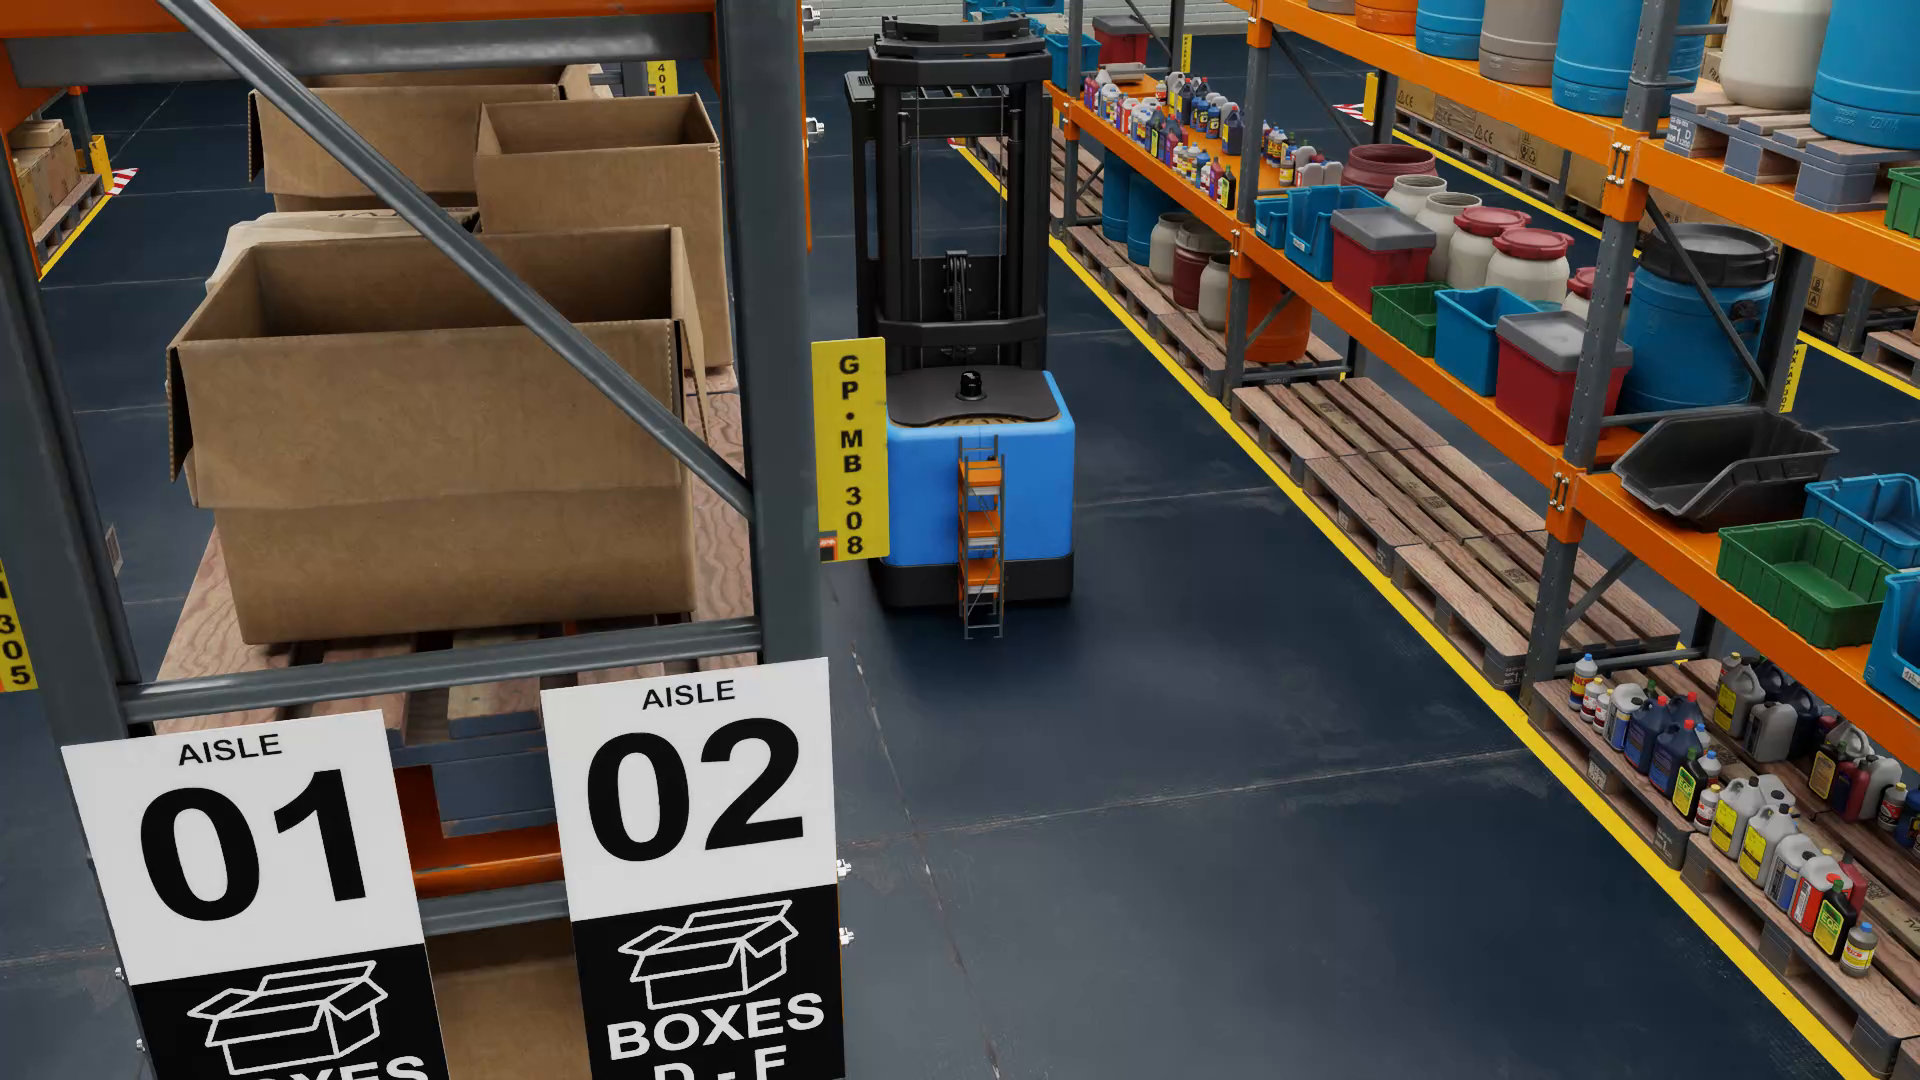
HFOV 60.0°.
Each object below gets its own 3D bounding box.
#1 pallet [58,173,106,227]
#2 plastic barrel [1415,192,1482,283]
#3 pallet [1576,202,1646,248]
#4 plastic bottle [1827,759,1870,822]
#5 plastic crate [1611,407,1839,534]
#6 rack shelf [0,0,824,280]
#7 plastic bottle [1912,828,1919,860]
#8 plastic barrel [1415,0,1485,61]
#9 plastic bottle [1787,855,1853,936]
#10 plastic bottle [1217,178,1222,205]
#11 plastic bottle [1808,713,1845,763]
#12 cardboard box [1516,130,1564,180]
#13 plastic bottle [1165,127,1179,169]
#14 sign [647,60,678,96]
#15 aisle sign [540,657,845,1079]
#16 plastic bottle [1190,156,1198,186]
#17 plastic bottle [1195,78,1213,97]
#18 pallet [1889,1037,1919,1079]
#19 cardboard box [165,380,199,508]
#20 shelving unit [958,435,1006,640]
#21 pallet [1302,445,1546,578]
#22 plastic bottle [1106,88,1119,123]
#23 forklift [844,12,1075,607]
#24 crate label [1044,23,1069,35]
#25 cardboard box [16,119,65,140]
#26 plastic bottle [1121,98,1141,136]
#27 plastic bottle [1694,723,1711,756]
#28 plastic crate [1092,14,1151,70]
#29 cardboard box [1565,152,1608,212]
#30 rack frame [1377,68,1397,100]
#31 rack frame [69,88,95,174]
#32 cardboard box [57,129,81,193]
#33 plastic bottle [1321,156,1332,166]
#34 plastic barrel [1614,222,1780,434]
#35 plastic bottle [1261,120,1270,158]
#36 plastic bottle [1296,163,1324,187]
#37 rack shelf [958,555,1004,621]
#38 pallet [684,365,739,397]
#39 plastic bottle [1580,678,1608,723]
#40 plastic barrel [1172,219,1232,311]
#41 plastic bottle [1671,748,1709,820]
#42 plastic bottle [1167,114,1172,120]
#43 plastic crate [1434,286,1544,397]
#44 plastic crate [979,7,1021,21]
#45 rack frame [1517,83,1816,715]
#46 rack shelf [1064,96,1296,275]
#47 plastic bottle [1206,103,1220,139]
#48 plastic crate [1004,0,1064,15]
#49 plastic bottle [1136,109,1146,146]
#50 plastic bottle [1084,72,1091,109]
[{"bbox_3d":[-8.866,-3.232,15.919,1.003,0.211,1.213,-6,27,-12],"label":"pallet"},{"bbox_3d":[2.868,-1.749,9.762,0.421,0.512,0.421,0,27,0],"label":"plastic barrel"},{"bbox_3d":[6.505,-2.997,15.453,1.003,0.211,1.213,-6,27,-12],"label":"pallet"},{"bbox_3d":[3.706,1.021,6.925,0.061,0.283,0.133,-6,27,-12],"label":"plastic bottle"},{"bbox_3d":[3.229,-0.287,7.059,0.767,0.338,0.504,-6,27,-12],"label":"plastic crate"},{"bbox_3d":[-1.141,-1.357,3.694,1.077,0.370,4.000,-6,27,-12],"label":"rack shelf"},{"bbox_3d":[3.909,1.186,6.689,0.097,0.201,0.097,0,27,0],"label":"plastic bottle"},{"bbox_3d":[2.614,-2.896,8.274,0.600,0.901,0.708,-6,27,-12],"label":"plastic barrel"},{"bbox_3d":[3.265,1.343,6.295,0.152,0.276,0.135,-6,27,-11],"label":"plastic bottle"},{"bbox_3d":[1.818,-2.412,11.420,0.097,0.201,0.097,0,27,0],"label":"plastic bottle"},{"bbox_3d":[3.781,0.864,7.237,0.061,0.283,0.133,-4,27,-8],"label":"plastic bottle"},{"bbox_3d":[6.186,-4.109,16.455,0.875,0.875,0.875,-6,27,-12],"label":"cardboard box"},{"bbox_3d":[1.569,-2.898,12.291,0.061,0.283,0.133,-6,27,-12],"label":"plastic bottle"},{"bbox_3d":[-1.052,-1.719,5.835,0.100,0.325,0.005,-6,27,-12],"label":"sign"},{"bbox_3d":[-0.378,0.537,2.472,0.394,0.787,0.004,-6,27,-12],"label":"aisle sign"},{"bbox_3d":[1.700,-2.641,11.875,0.097,0.201,0.097,0,27,0],"label":"plastic bottle"},{"bbox_3d":[1.999,-3.596,13.601,0.144,0.351,0.185,-6,27,-12],"label":"plastic bottle"},{"bbox_3d":[3.895,2.057,5.440,1.003,0.211,1.213,-6,27,-12],"label":"pallet"},{"bbox_3d":[-1.207,-0.301,3.234,0.500,0.250,0.500,-6,27,-12],"label":"cardboard box"},{"bbox_3d":[0.109,-0.008,8.601,0.215,1.050,0.252,-3,27,-6],"label":"shelving unit"},{"bbox_3d":[2.741,-0.190,9.893,1.003,0.211,1.213,-6,27,-12],"label":"pallet"},{"bbox_3d":[1.247,-3.556,13.609,0.097,0.271,0.097,0,27,0],"label":"plastic bottle"},{"bbox_3d":[-0.073,-1.587,9.642,1.130,2.935,3.031,-3,27,-6],"label":"forklift"},{"bbox_3d":[1.028,-5.147,16.844,0.396,0.136,0.243,-6,27,-12],"label":"crate label"},{"bbox_3d":[-8.660,-3.846,15.629,0.380,0.149,0.250,-6,27,-12],"label":"cardboard box"},{"bbox_3d":[1.373,-3.366,13.227,0.152,0.276,0.135,-6,27,-12],"label":"plastic bottle"},{"bbox_3d":[3.162,0.912,7.154,0.097,0.271,0.097,0,27,0],"label":"plastic bottle"},{"bbox_3d":[1.475,-4.543,15.283,0.402,0.464,0.583,-6,27,-12],"label":"plastic crate"},{"bbox_3d":[6.421,-3.533,15.312,1.225,0.875,0.875,-6,27,-11],"label":"cardboard box"},{"bbox_3d":[5.356,-6.329,18.960,1.000,3.000,0.127,-6,27,-12],"label":"rack frame"},{"bbox_3d":[-9.122,-4.820,15.970,1.000,3.000,0.127,-6,27,-12],"label":"rack frame"},{"bbox_3d":[-8.867,-3.594,15.850,0.700,0.500,0.500,-6,27,-12],"label":"cardboard box"},{"bbox_3d":[2.551,-2.533,11.582,0.097,0.271,0.097,0,27,0],"label":"plastic bottle"},{"bbox_3d":[3.443,-0.982,7.810,0.600,0.901,0.708,-6,27,-12],"label":"plastic barrel"},{"bbox_3d":[2.291,-3.040,12.586,0.097,0.271,0.097,0,27,0],"label":"plastic bottle"},{"bbox_3d":[2.402,-2.466,11.444,0.152,0.276,0.135,-6,27,-12],"label":"plastic bottle"},{"bbox_3d":[0.109,0.250,8.731,0.215,0.259,0.240,-3,27,-6],"label":"rack shelf"},{"bbox_3d":[-1.103,-0.450,4.081,1.003,0.211,1.213,-6,27,-12],"label":"pallet"},{"bbox_3d":[2.902,0.724,7.604,0.097,0.201,0.097,0,27,0],"label":"plastic bottle"},{"bbox_3d":[1.952,-2.133,12.858,0.600,0.588,0.708,-6,27,-12],"label":"plastic barrel"},{"bbox_3d":[3.051,1.015,6.937,0.061,0.283,0.133,-5,27,-9],"label":"plastic bottle"},{"bbox_3d":[1.610,-3.138,12.780,0.097,0.271,0.097,0,27,0],"label":"plastic bottle"},{"bbox_3d":[2.683,-1.003,8.426,0.392,0.384,0.575,-6,27,-12],"label":"plastic crate"},{"bbox_3d":[0.413,-5.347,17.134,0.416,0.233,0.300,-6,27,-12],"label":"plastic crate"},{"bbox_3d":[3.235,-0.558,7.526,1.000,3.000,0.127,-6,27,-12],"label":"rack frame"},{"bbox_3d":[1.882,-2.871,12.907,1.077,0.370,4.000,-6,27,-12],"label":"rack shelf"},{"bbox_3d":[1.997,-3.309,13.119,0.097,0.271,0.097,0,27,0],"label":"plastic bottle"},{"bbox_3d":[0.788,-5.740,17.688,0.616,0.435,0.499,-6,27,-12],"label":"plastic crate"},{"bbox_3d":[1.425,-3.208,12.920,0.097,0.271,0.097,0,27,0],"label":"plastic bottle"},{"bbox_3d":[1.099,-3.813,14.106,0.061,0.283,0.133,-6,27,-12],"label":"plastic bottle"}]
